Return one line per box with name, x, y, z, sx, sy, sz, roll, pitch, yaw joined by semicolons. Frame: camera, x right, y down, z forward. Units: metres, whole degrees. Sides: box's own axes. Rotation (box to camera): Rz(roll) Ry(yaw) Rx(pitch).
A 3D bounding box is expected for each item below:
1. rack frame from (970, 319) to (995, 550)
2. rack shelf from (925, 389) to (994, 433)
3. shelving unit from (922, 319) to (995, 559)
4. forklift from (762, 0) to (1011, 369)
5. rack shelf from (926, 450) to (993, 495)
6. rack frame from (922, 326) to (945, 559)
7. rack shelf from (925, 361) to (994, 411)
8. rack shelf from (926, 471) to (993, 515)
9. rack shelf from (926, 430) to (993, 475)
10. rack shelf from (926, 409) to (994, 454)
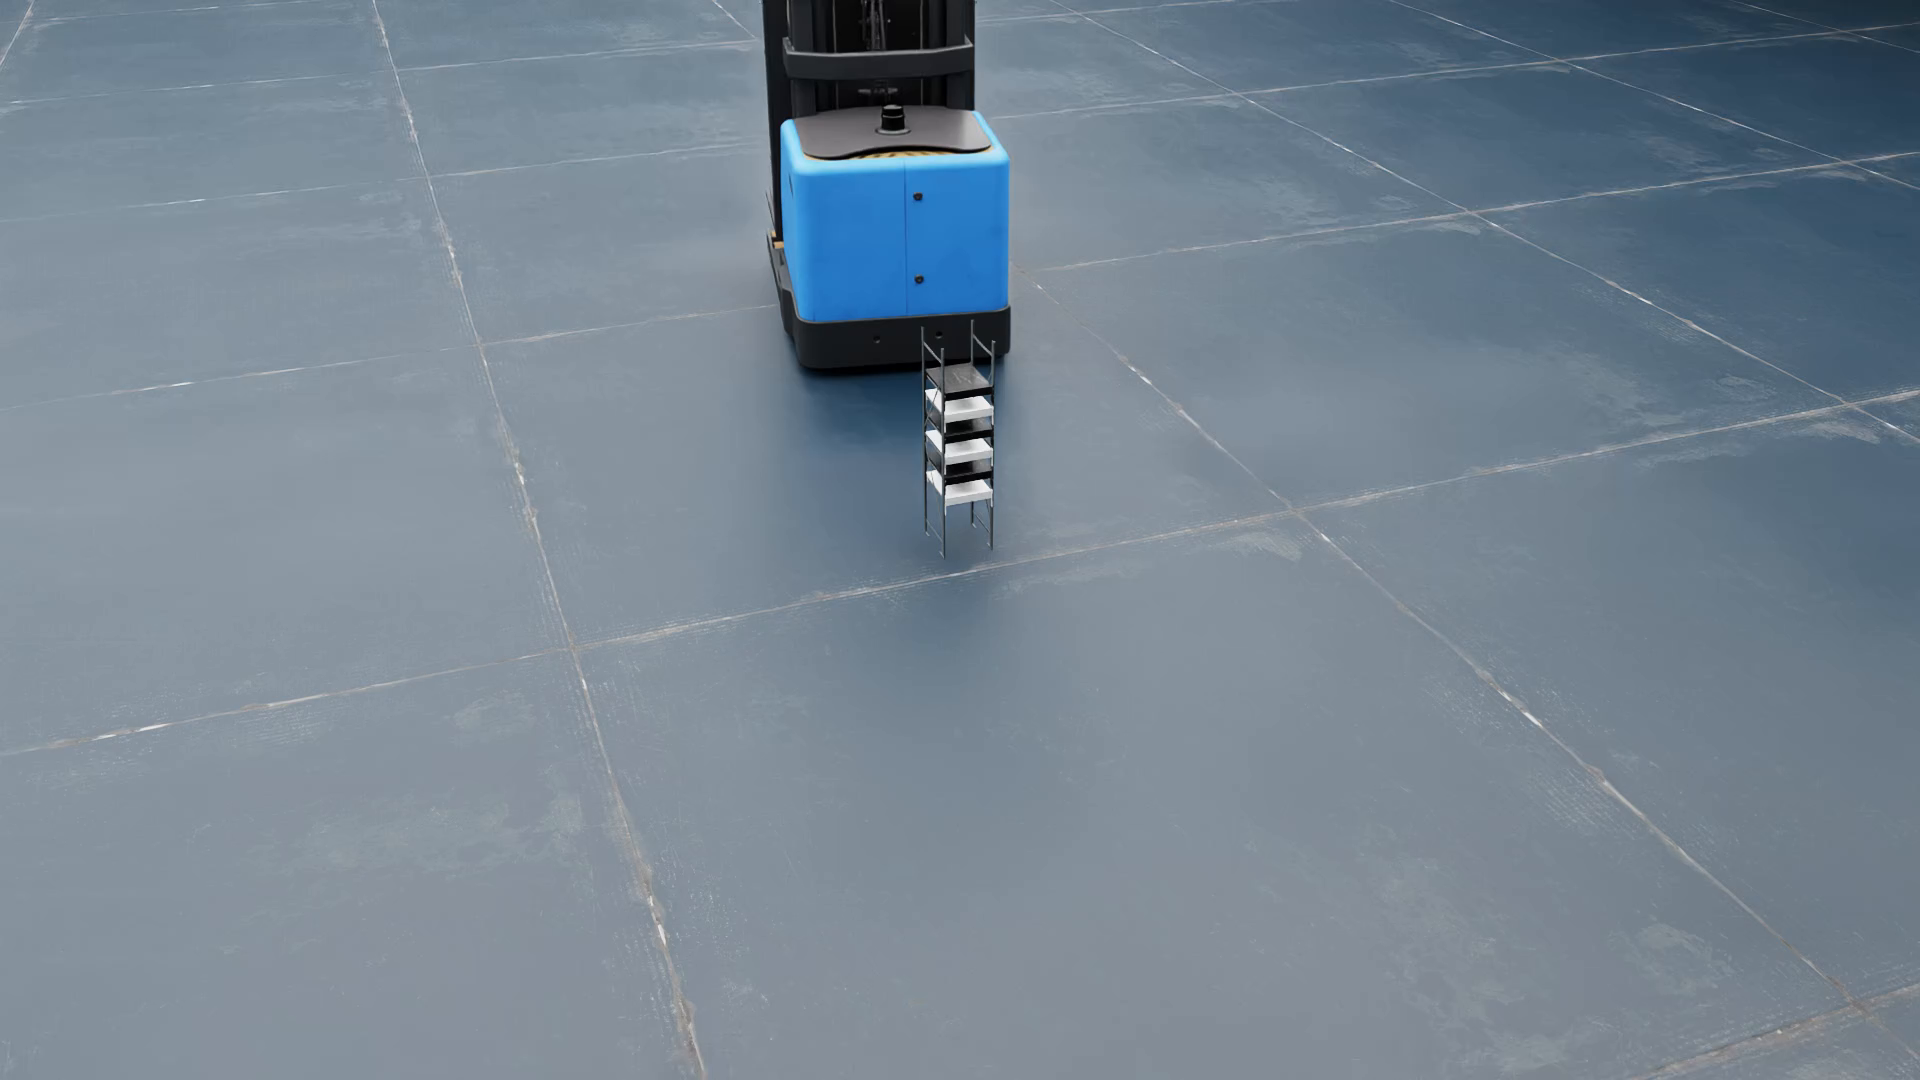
rack frame;0.088;-0.407;6.556;0.006;0.900;0.240;-10;31;-18
rack shelf;-0.008;-0.517;6.452;0.200;0.077;0.258;-10;31;-18
shelving unit;-0.008;-0.390;6.525;0.210;0.900;0.258;-10;31;-18
forklift;-0.508;-2.815;8.730;1.130;2.935;3.031;-5;30;-8
rack shelf;-0.008;-0.282;6.586;0.200;0.077;0.258;-10;31;-18
rack frame;-0.103;-0.372;6.494;0.006;0.900;0.240;-10;31;-18
rack shelf;-0.008;-0.595;6.408;0.200;0.077;0.258;-10;31;-18
rack shelf;-0.008;-0.204;6.630;0.200;0.077;0.258;-10;31;-18
rack shelf;-0.008;-0.361;6.541;0.200;0.077;0.258;-10;31;-18
rack shelf;-0.008;-0.439;6.497;0.200;0.077;0.258;-10;31;-18
